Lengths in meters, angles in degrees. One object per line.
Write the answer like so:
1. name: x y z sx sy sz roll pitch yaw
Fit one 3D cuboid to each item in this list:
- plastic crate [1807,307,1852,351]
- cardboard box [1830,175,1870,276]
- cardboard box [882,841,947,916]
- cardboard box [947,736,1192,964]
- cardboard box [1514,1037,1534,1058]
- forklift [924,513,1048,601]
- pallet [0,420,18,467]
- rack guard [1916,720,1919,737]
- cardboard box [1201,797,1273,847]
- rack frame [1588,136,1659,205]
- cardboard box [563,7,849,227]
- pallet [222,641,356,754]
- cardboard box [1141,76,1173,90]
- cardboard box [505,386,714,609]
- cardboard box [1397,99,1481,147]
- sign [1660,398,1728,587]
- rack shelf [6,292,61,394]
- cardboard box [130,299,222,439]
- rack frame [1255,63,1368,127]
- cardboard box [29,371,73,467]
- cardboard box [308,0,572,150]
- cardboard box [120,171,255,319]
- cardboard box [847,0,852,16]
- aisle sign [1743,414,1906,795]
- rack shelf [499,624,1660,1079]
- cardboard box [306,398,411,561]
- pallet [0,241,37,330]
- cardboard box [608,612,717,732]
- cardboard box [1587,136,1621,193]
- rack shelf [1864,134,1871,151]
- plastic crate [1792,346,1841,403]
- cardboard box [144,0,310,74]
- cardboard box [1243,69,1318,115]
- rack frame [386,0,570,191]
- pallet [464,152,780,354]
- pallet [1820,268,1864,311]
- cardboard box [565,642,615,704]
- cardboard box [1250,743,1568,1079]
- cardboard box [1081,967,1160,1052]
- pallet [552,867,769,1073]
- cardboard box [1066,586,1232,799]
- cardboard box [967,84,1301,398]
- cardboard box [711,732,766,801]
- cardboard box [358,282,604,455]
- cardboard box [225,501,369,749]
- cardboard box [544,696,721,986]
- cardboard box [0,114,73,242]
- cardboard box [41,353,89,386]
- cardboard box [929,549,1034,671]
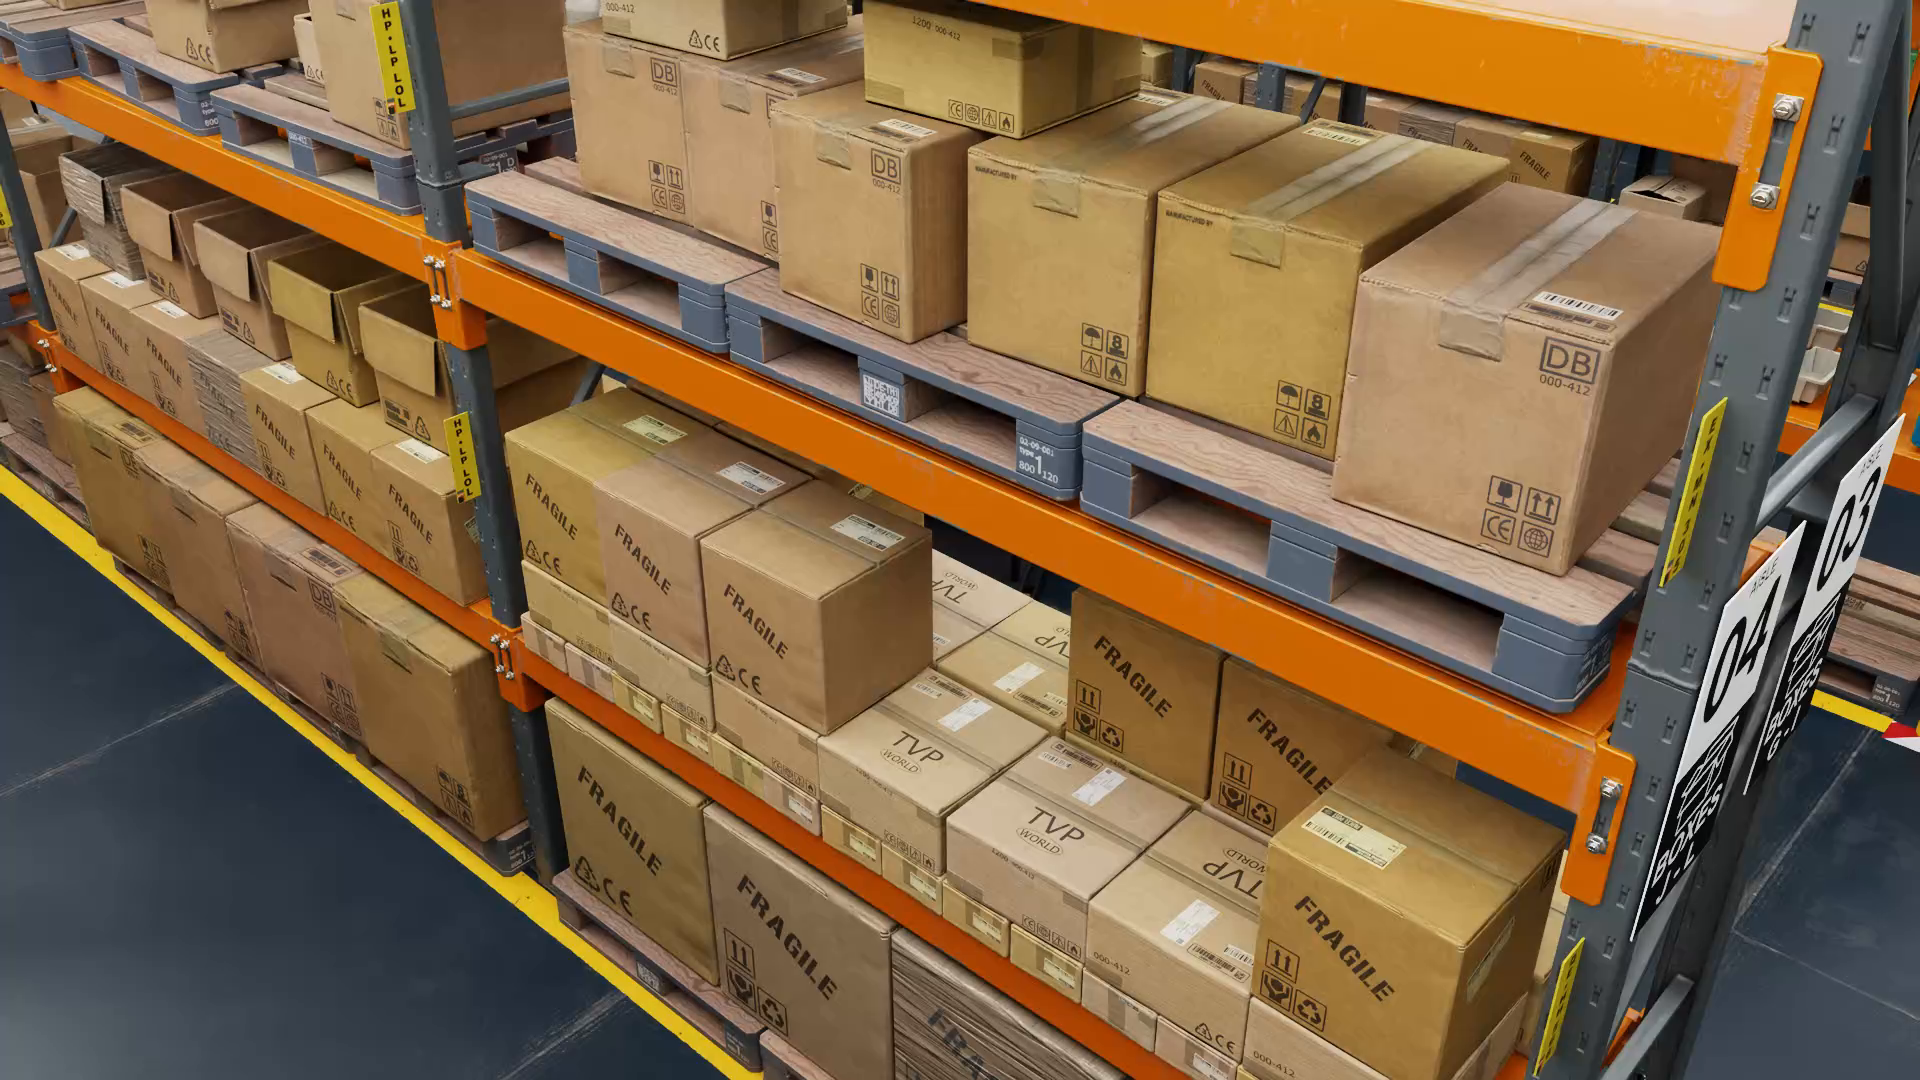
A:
1. plastic crate: 4.277 -1.045 8.275 0.298 0.136 0.250 25 39 35
2. cardboard box: 6.682 -2.291 12.142 0.637 0.503 0.797 25 39 35
3. cardboard box: -0.017 0.932 5.037 0.250 0.149 0.380 26 40 36
4. cardboard box: 0.310 0.869 4.754 0.500 0.250 0.500 24 38 34
5. cardboard box: 1.559 1.209 4.576 0.250 0.149 0.380 26 39 36
6. forklift: -0.145 -0.943 7.974 1.130 2.935 3.031 7 32 11
7. pallet: -5.809 -0.917 10.568 1.213 0.211 1.003 25 39 35
8. rack guard: 4.951 0.531 7.883 0.348 0.500 1.175 25 39 35
9. cardboard box: 1.036 0.841 4.802 0.500 0.250 0.500 24 39 35
10. rack frame: 5.285 -3.820 12.688 0.127 3.000 1.000 25 39 35
11. cardboard box: -0.744 -1.336 5.052 0.500 0.500 0.700 22 38 32
12. pallet: -2.896 0.501 8.214 1.213 0.211 1.003 25 39 35
13. cardboard box: 1.766 -4.296 15.736 0.500 0.250 0.500 26 40 36
14. cardboard box: -1.181 -0.155 5.728 0.500 0.500 0.500 25 39 35
15. cardboard box: 3.995 -3.347 13.899 0.500 0.500 0.500 26 39 36
16. sign: 1.226 -0.077 2.780 0.005 0.325 0.100 25 39 35
17. rack shelf: -5.813 -1.802 10.032 4.000 0.370 1.077 25 39 35
18. cardboard box: -3.387 -0.835 7.632 0.500 0.500 0.500 24 39 34
19. rack frame: 1.959 -1.928 9.544 0.127 3.000 1.000 25 39 35
20. cardboard box: -4.841 -0.760 9.601 0.500 0.500 0.700 23 38 33
21. cardboard box: -1.802 -1.738 5.817 0.500 0.500 0.700 26 40 36
22. cardboard box: -3.318 -1.405 7.606 0.637 0.503 0.797 26 40 36
23. cardboard box: -1.137 -5.668 18.016 0.500 0.250 0.500 25 39 35
24. aisle sign: 1.856 0.147 3.577 0.004 0.787 0.394 25 39 35
25. rack shelf: 0.118 0.967 5.433 4.000 0.370 1.077 25 39 35
26. cardboard box: -2.257 -0.308 6.756 0.500 0.500 0.500 26 40 36
27. pallet: -4.930 -1.542 9.089 1.003 0.211 1.213 25 39 35
28. cardboard box: -0.827 0.340 5.634 0.500 0.250 0.500 25 39 35
29. cardboard box: 5.090 -3.199 13.652 0.500 0.500 0.500 23 38 33
30. rack shelf: 6.768 -2.820 11.724 4.000 0.370 1.077 25 39 35
31. plastic crate: 3.993 -0.775 7.826 0.243 0.136 0.396 25 39 35
32. cardboard box: -2.802 -2.228 6.628 0.637 0.503 0.797 24 39 34
33. cardboard box: 2.857 -3.877 14.778 0.500 0.500 0.500 23 38 33
34. rack frame: -1.365 -2.604 4.850 0.127 3.000 1.000 25 39 35
35. pallet: -0.765 -0.994 5.170 1.213 0.211 1.003 25 39 35
36. pallet: 6.703 -1.965 12.310 1.213 0.211 1.003 25 39 35
37. cardboard box: -1.174 0.394 5.930 0.250 0.149 0.380 24 38 34
38. cardboard box: 1.063 0.898 3.980 0.500 0.500 0.500 26 39 36
39. cardboard box: 0.551 1.197 4.596 0.250 0.149 0.380 26 40 36
40. pallet: -0.854 1.454 6.630 1.213 0.211 1.003 25 39 35
41. cardboard box: 0.667 0.347 4.895 0.500 0.500 0.500 24 38 34
42. cardboard box: 0.427 -0.761 4.096 0.500 0.500 0.700 22 37 32
43. cardboard box: -0.592 0.664 5.482 0.250 0.149 0.380 24 39 34
44. cardboard box: -1.844 -0.724 6.475 0.637 0.503 0.797 24 38 34
45. cardboard box: -2.516 0.174 7.706 0.875 0.875 1.225 24 38 34
46. cardboard box: -0.929 0.956 6.407 0.875 0.875 0.875 25 39 35
47. cardboard box: -5.239 -1.967 9.105 0.700 0.500 0.500 -23 38 -33
48. cardboard box: -4.847 -1.077 9.401 0.500 0.250 0.500 27 40 37
49. cardboard box: -0.098 0.310 5.683 0.500 0.250 0.500 26 40 36
